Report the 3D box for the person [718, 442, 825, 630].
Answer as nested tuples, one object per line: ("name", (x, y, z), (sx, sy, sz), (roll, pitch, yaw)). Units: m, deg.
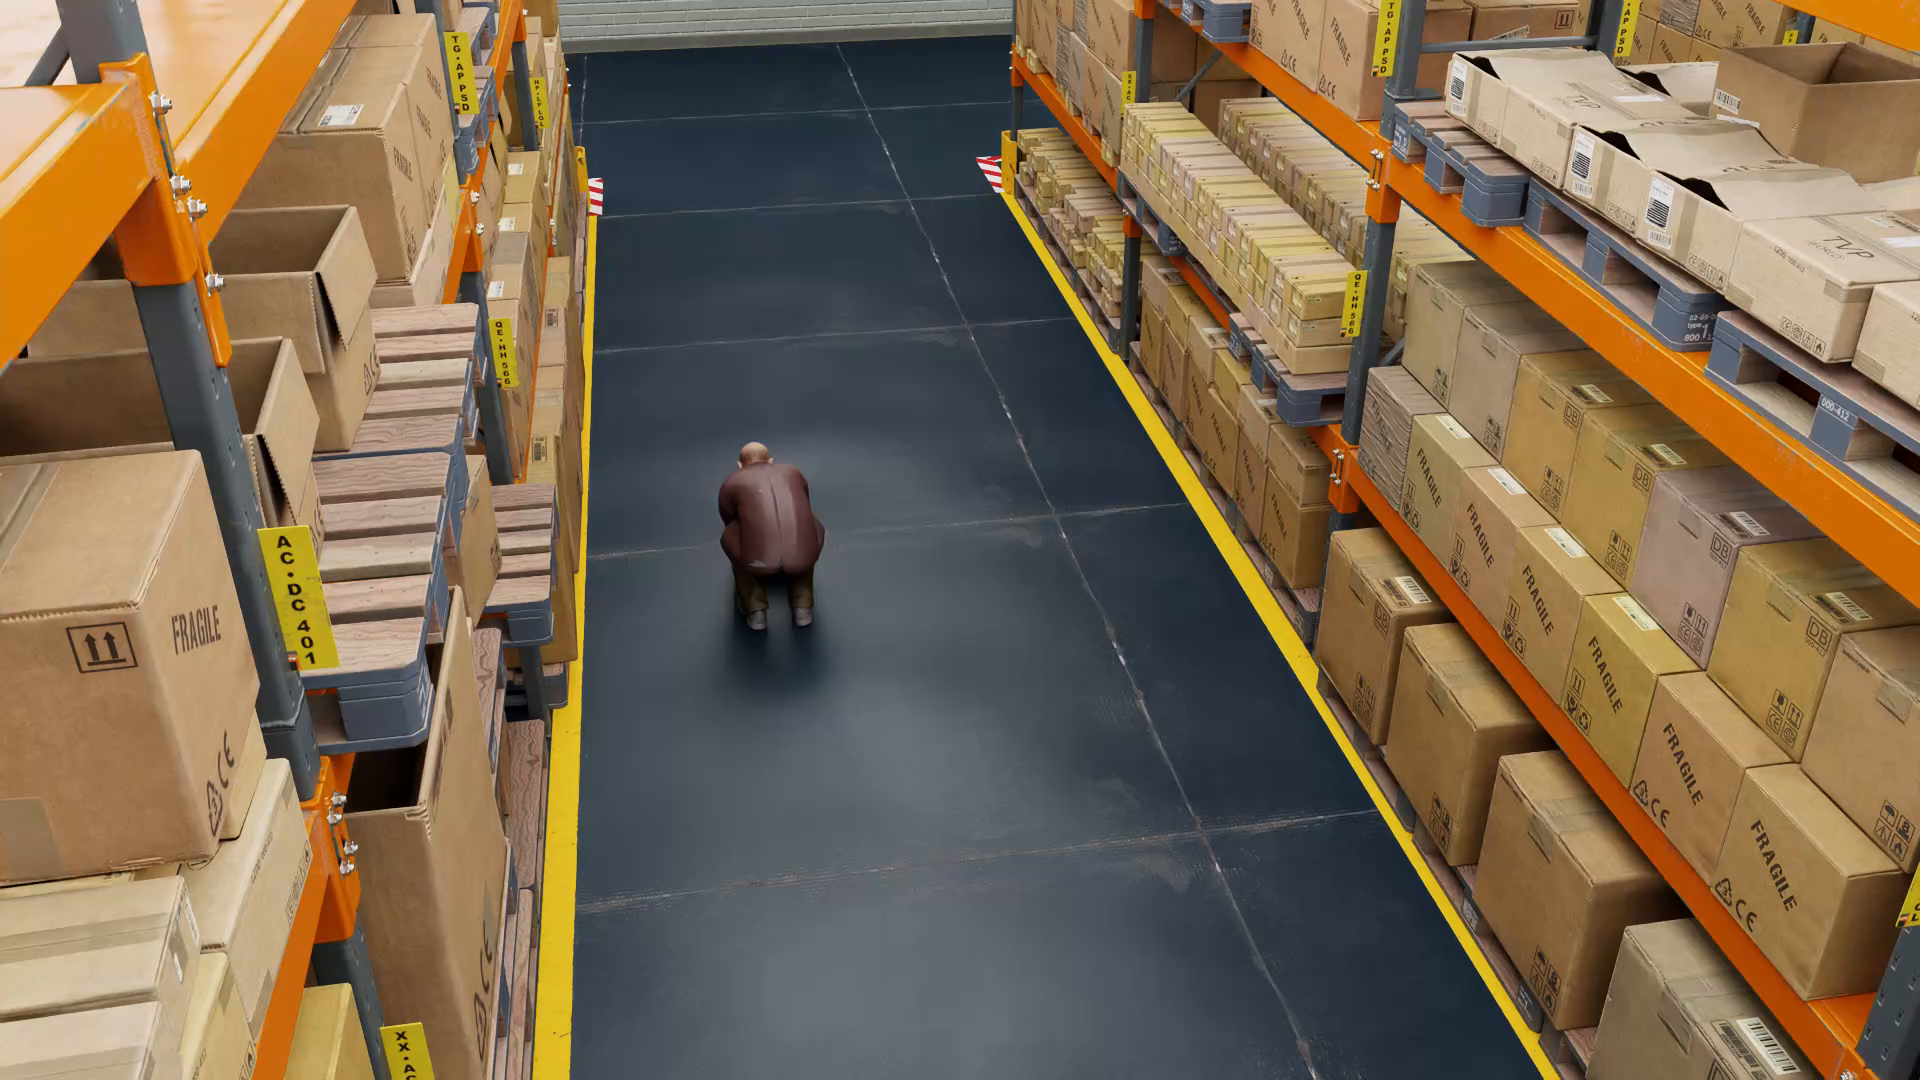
("person", (-1.038, -0.007, 9.180), (0.577, 0.806, 0.945), (-6, 31, -10))
